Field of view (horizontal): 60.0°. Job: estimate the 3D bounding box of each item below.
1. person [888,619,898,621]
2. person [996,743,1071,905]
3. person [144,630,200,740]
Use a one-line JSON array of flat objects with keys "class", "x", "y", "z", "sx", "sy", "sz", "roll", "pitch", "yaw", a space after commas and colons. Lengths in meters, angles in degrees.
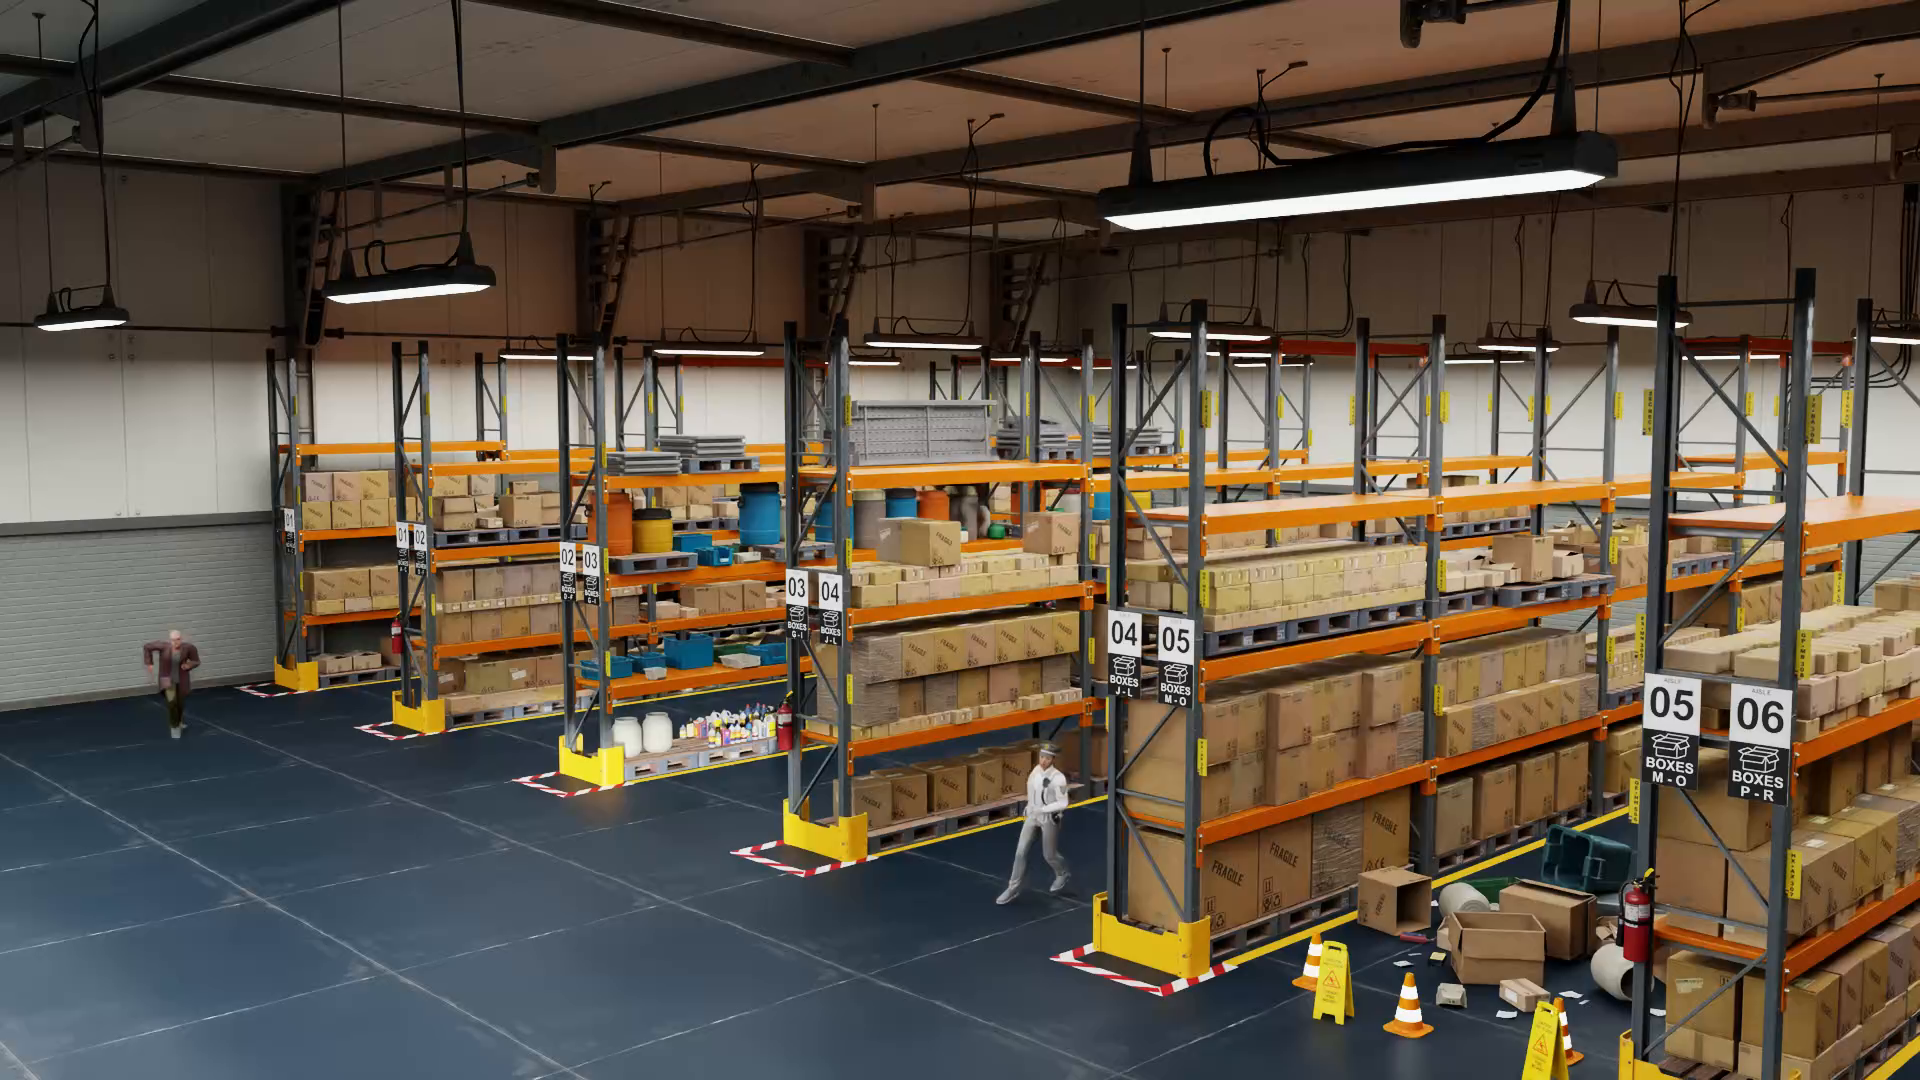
[{"class": "person", "x": -1.093, "y": 1.703, "z": 29.764, "sx": 0.664, "sy": 1.823, "sz": 0.870, "roll": 5, "pitch": 7, "yaw": 45}, {"class": "person", "x": 0.874, "y": 2.846, "z": 16.883, "sx": 0.633, "sy": 1.650, "sz": 0.922, "roll": 5, "pitch": 7, "yaw": 43}, {"class": "person", "x": -11.929, "y": 2.182, "z": 25.203, "sx": 0.756, "sy": 1.716, "sz": 1.061, "roll": -3, "pitch": 6, "yaw": -29}]
